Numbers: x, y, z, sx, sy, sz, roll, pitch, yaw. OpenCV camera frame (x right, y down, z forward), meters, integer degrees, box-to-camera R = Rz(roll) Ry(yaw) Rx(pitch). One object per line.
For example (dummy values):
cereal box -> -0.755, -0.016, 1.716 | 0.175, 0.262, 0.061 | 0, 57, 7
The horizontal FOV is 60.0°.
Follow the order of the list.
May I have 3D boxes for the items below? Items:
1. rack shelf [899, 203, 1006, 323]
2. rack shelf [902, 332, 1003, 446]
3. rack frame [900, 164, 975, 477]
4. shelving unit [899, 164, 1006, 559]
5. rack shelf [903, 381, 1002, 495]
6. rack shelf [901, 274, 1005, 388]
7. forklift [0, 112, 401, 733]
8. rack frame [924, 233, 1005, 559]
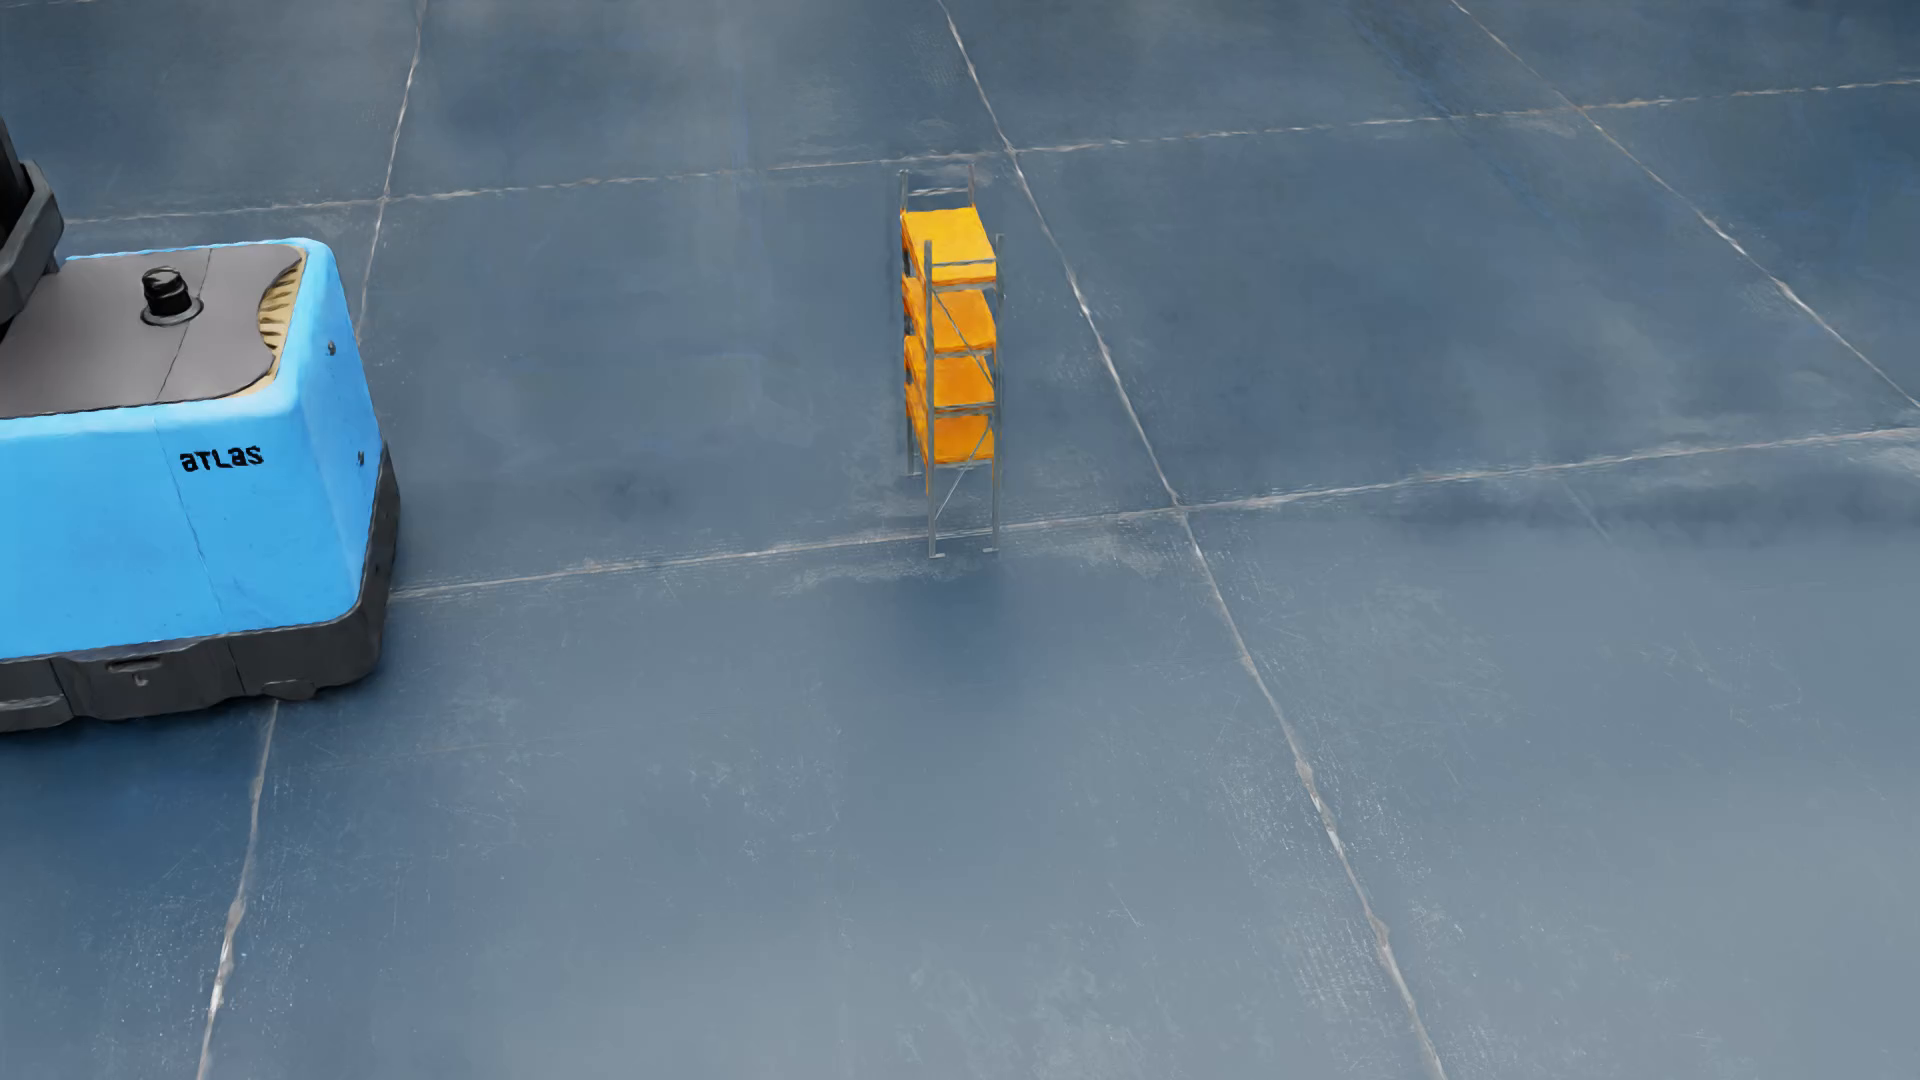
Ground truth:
rack shelf -> -0.029, -0.884, 5.270 | 0.258, 0.148, 0.480 | -6, 38, -8
rack shelf -> -0.029, -0.521, 5.552 | 0.258, 0.148, 0.480 | -6, 38, -8
rack frame -> -0.072, -0.721, 5.700 | 0.240, 1.200, 0.015 | -6, 38, -8
shelving unit -> -0.029, -0.574, 5.511 | 0.258, 1.200, 0.503 | -6, 38, -8
rack shelf -> -0.029, -0.364, 5.674 | 0.258, 0.148, 0.480 | -6, 38, -8
rack shelf -> -0.029, -0.697, 5.415 | 0.258, 0.148, 0.480 | -6, 38, -8
forklift -> -3.369, -0.818, 4.414 | 3.031, 2.935, 1.130 | -6, 38, -8
rack frame -> 0.014, -0.426, 5.321 | 0.240, 1.200, 0.015 | -6, 38, -8
